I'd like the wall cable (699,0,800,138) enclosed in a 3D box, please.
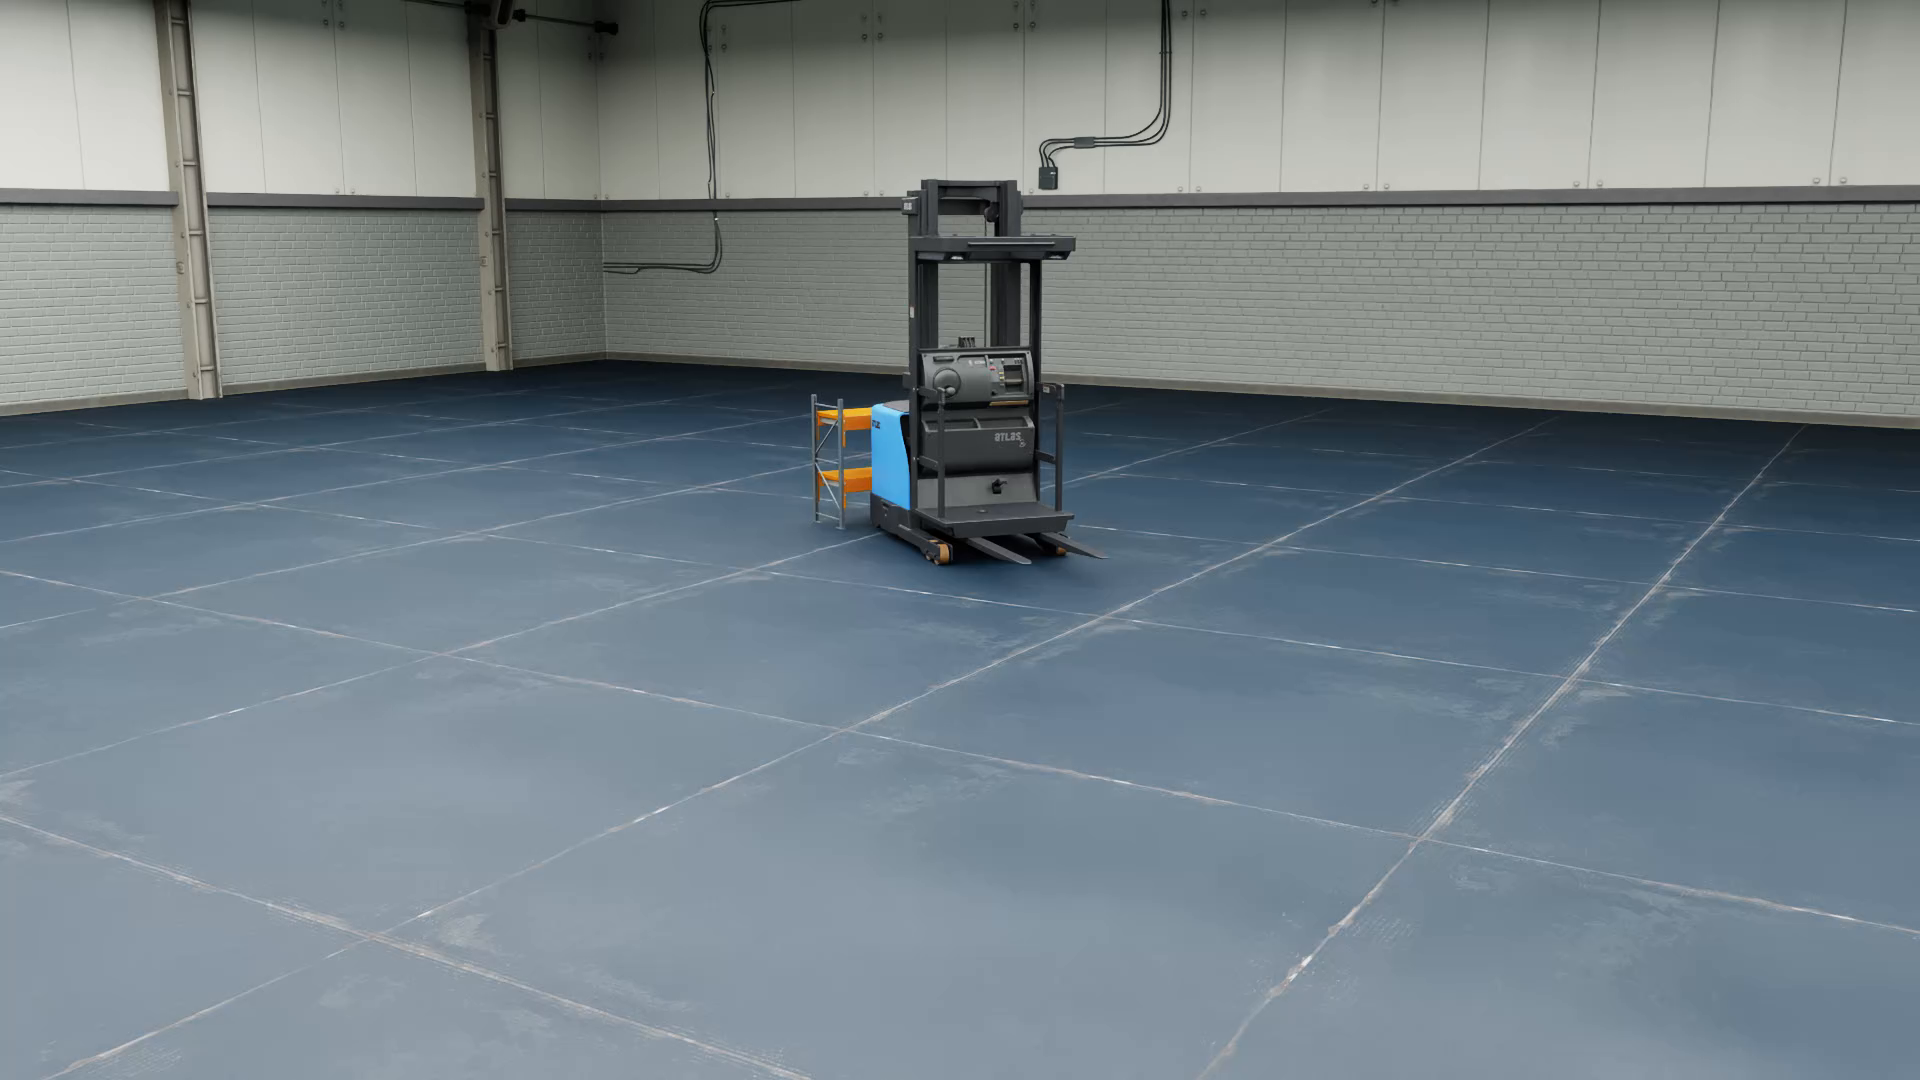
[{"bbox_3d":[-3.494,-8.582,29.970,3.097,2.526,0.112,6,12,31],"label":"wall cable"}]

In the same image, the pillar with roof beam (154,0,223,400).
[{"bbox_3d":[-7.902,-6.193,22.492,9.100,9.000,0.400,6,12,31],"label":"pillar with roof beam"}]

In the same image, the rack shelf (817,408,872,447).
[{"bbox_3d":[-0.727,-1.022,14.679,1.000,0.278,0.538,-7,13,-34],"label":"rack shelf"}]

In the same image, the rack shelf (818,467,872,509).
[{"bbox_3d":[-0.727,-0.494,14.778,1.000,0.278,0.538,-7,13,-34],"label":"rack shelf"}]

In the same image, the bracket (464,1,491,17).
[{"bbox_3d":[-8.378,-9.218,28.868,0.235,0.232,0.430,6,12,31],"label":"bracket"}]

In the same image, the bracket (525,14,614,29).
[{"bbox_3d":[-7.024,-9.628,31.061,0.076,0.066,3.189,6,12,31],"label":"bracket"}]

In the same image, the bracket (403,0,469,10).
[{"bbox_3d":[-9.716,-8.812,26.704,0.076,0.066,4.783,6,12,31],"label":"bracket"}]

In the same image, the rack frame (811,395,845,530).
[{"bbox_3d":[-1.148,-0.681,14.451,0.032,1.125,0.500,-7,13,-34],"label":"rack frame"}]

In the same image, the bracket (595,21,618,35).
[{"bbox_3d":[-6.717,-9.721,31.557,0.235,0.232,0.430,6,12,31],"label":"bracket"}]

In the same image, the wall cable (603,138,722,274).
[{"bbox_3d":[-5.807,-6.358,31.815,3.097,2.526,0.112,6,12,31],"label":"wall cable"}]

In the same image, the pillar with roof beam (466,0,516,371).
[{"bbox_3d":[-4.787,-7.136,27.533,9.100,9.000,0.548,6,12,31],"label":"pillar with roof beam"}]

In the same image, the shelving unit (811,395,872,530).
[{"bbox_3d":[-0.727,-0.734,14.733,1.048,1.125,0.538,-7,13,-34],"label":"shelving unit"}]

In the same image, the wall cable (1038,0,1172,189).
[{"bbox_3d":[2.299,-8.647,26.359,2.305,6.003,0.169,6,12,31],"label":"wall cable"}]

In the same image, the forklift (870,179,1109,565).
[{"bbox_3d":[0.222,-1.334,13.027,1.130,2.935,3.031,-4,11,-21],"label":"forklift"}]

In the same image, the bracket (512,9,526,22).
[{"bbox_3d":[-7.947,-9.348,29.566,0.235,0.232,0.430,6,12,31],"label":"bracket"}]
